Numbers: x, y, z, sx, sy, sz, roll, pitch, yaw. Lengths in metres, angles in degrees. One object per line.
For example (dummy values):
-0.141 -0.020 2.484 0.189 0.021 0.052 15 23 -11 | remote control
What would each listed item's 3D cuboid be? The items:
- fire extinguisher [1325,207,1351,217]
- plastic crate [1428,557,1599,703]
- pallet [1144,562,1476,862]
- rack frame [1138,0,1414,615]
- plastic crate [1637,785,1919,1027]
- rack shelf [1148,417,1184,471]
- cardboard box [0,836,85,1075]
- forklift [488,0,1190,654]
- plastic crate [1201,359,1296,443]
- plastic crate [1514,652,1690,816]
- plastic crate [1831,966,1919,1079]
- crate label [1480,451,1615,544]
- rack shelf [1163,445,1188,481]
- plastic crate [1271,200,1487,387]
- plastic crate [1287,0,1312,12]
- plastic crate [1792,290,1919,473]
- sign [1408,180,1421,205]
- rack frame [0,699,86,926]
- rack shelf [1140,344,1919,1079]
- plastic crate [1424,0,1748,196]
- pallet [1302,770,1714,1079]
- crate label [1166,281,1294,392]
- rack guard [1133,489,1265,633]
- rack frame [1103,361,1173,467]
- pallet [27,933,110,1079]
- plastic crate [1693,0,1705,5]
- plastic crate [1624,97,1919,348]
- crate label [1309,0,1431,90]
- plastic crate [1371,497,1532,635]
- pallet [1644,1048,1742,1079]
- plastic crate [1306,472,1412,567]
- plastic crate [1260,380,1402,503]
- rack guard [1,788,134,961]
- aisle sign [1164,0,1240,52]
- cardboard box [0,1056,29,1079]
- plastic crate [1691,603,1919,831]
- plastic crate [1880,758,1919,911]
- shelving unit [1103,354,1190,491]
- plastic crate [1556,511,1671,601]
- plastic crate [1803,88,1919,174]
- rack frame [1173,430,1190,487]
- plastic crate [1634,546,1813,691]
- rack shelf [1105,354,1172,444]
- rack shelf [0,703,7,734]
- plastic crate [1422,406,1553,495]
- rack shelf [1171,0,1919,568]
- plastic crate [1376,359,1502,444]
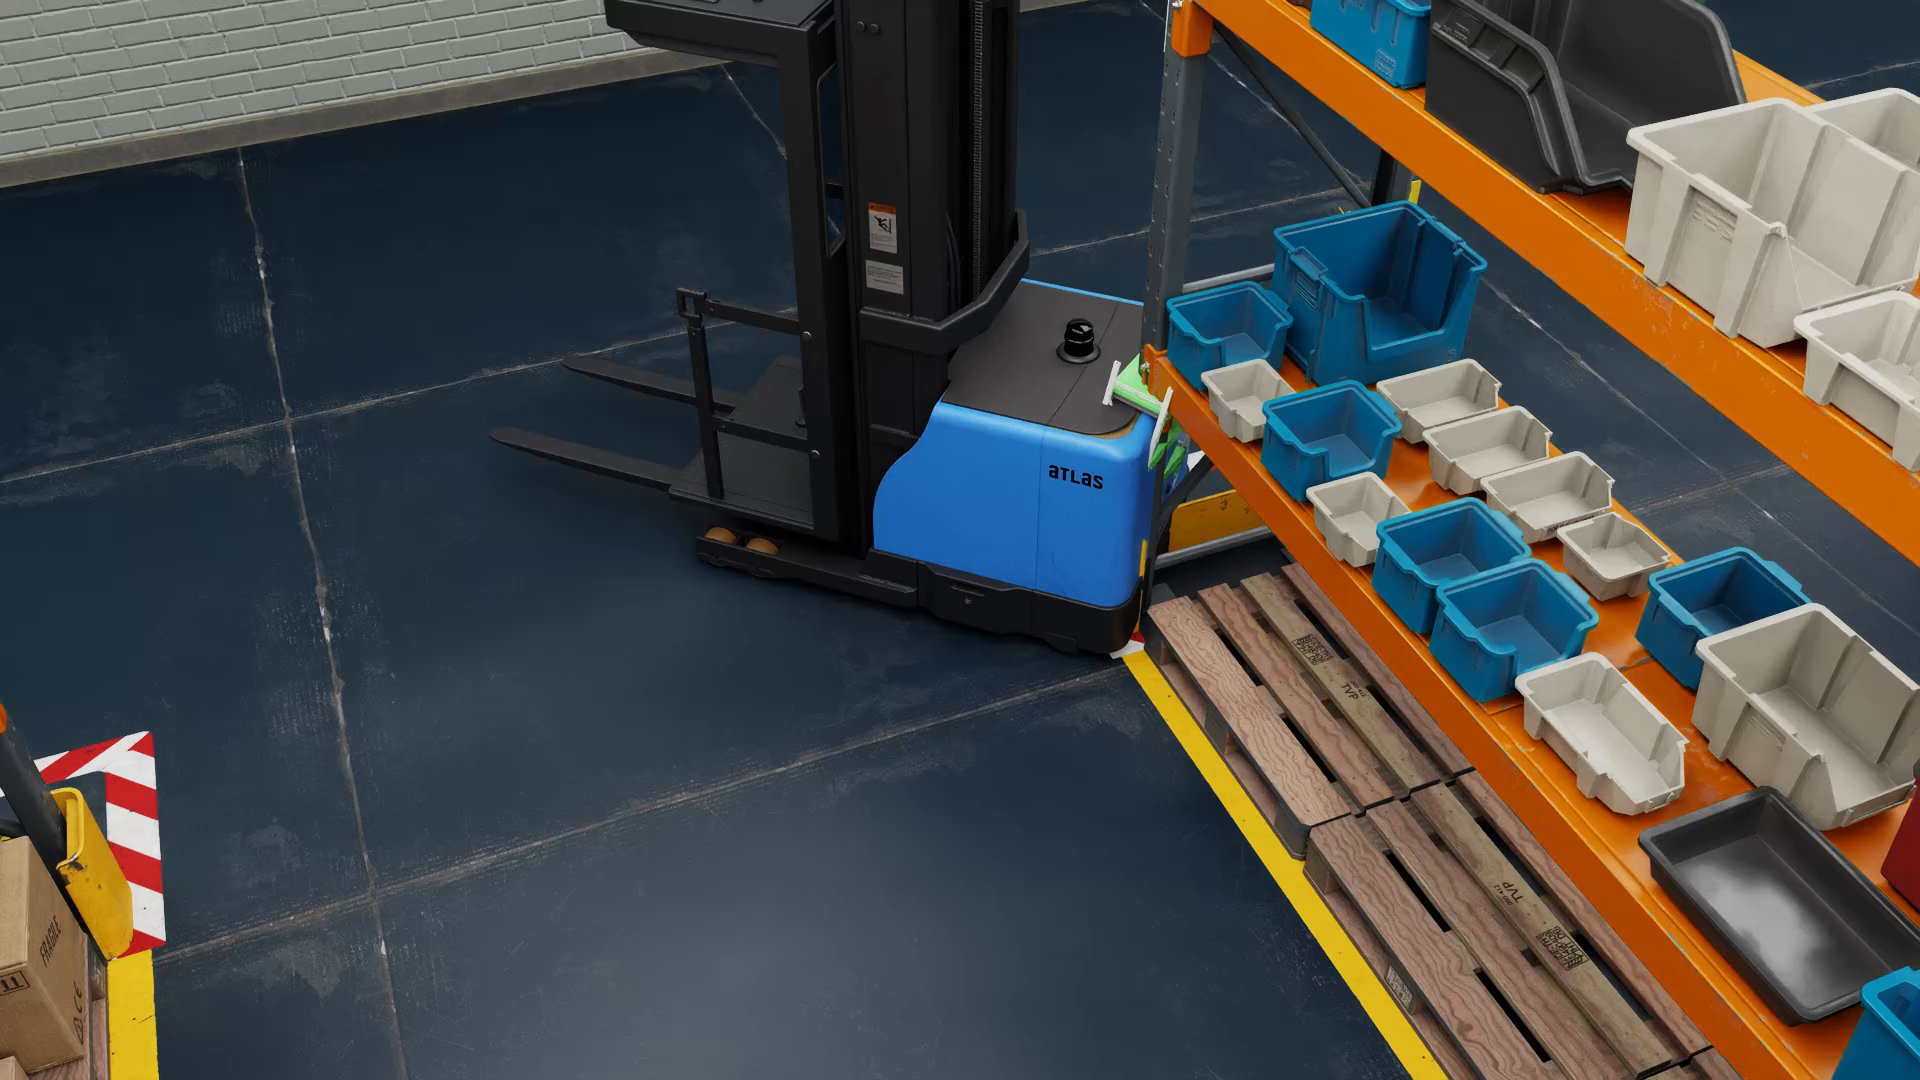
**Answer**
1.510 -1.012 6.472 0.296 0.674 0.183 -15 43 -17 | fire extinguisher
1.556 0.267 4.721 0.416 0.233 0.300 -15 43 -17 | plastic crate
1.427 0.585 6.407 1.003 0.211 1.213 -15 43 -17 | pallet
1.147 -0.978 6.087 1.000 3.000 0.127 -15 43 -17 | rack frame
2.001 0.905 4.061 0.437 0.125 0.590 -15 43 -17 | plastic crate
0.719 -0.423 6.454 0.258 0.148 0.480 28 45 16 | rack shelf
-2.995 1.302 5.015 0.500 0.500 0.500 -15 43 -17 | cardboard box
-0.586 -1.259 6.466 3.031 2.935 1.130 14 43 16 | forklift
0.984 -0.456 5.636 0.250 0.136 0.298 -15 43 -17 | plastic crate
1.734 0.534 4.484 0.293 0.136 0.466 -15 43 -17 | plastic crate
2.184 1.218 3.499 0.392 0.384 0.575 -15 43 -17 | plastic crate
1.853 -0.115 5.240 0.396 0.136 0.243 -15 43 -17 | crate label
0.680 -0.253 6.619 0.258 0.148 0.480 28 45 16 | rack shelf
1.448 -0.860 5.876 0.616 0.435 0.499 -15 43 -17 | plastic crate
1.037 -1.765 4.801 0.497 0.269 0.590 -15 43 -17 | plastic crate
1.840 -0.277 3.174 0.293 0.136 0.466 -15 43 -17 | plastic crate
1.649 -1.187 6.205 0.100 0.325 0.005 -15 43 -17 | sign
-3.430 0.255 4.653 1.000 3.000 0.127 -15 43 -17 | rack frame
1.913 0.499 4.921 1.077 0.370 4.000 -15 43 -17 | rack shelf
1.478 -1.103 3.980 0.504 0.338 0.767 -15 43 -17 | plastic crate
1.890 1.319 5.554 1.003 0.211 1.213 -15 43 -17 | pallet
0.938 -0.707 5.854 0.416 0.233 0.303 -15 43 -17 | crate label
1.126 -0.042 6.915 1.175 0.500 0.348 -15 43 -17 | rack guard
0.567 -0.167 6.410 0.240 1.200 0.015 28 45 16 | rack frame
-3.095 1.838 4.951 1.003 0.211 1.213 -15 43 -17 | pallet
1.789 -1.513 4.570 0.450 0.188 0.336 -15 43 -17 | plastic crate
1.710 -0.659 3.506 0.437 0.282 0.530 -15 43 -17 | plastic crate
1.202 -1.423 4.418 0.408 0.251 0.502 -15 43 -17 | crate label
1.441 0.086 4.931 0.416 0.233 0.300 -15 43 -17 | plastic crate
2.361 2.055 4.698 1.003 0.211 1.213 -15 43 -17 | pallet
1.244 -0.048 5.161 0.250 0.136 0.298 -15 43 -17 | plastic crate
1.190 -0.310 5.393 0.416 0.233 0.300 -15 43 -17 | plastic crate
-3.401 1.249 5.415 1.175 0.500 0.348 -15 43 -17 | rack guard
0.845 -1.933 5.204 0.394 0.787 0.004 -15 43 -17 | aisle sign
-2.923 1.695 4.814 0.380 0.166 0.250 -15 43 -17 | cardboard box
2.264 0.487 4.427 0.437 0.282 0.530 -15 43 -17 | plastic crate
2.568 0.784 3.943 0.402 0.464 0.583 -15 43 -17 | plastic crate
0.690 -0.298 6.575 0.258 1.200 0.503 28 45 16 | shelving unit
1.984 0.058 5.038 0.298 0.136 0.250 -15 43 -17 | plastic crate
2.167 -0.833 3.820 0.437 0.136 0.530 -15 43 -17 | plastic crate
0.813 -0.430 6.740 0.240 1.200 0.015 28 45 16 | rack frame
2.170 0.235 4.758 0.416 0.233 0.300 -15 43 -17 | plastic crate
0.758 -0.593 6.289 0.258 0.148 0.480 28 45 16 | rack shelf
-2.665 1.733 3.486 1.077 0.370 4.000 -15 43 -17 | rack shelf
1.724 -0.277 5.428 0.396 0.136 0.243 -15 43 -17 | plastic crate
1.913 -0.638 3.943 1.077 0.370 4.000 -15 43 -17 | rack shelf
1.627 -0.455 5.635 0.396 0.136 0.243 -15 43 -17 | plastic crate
